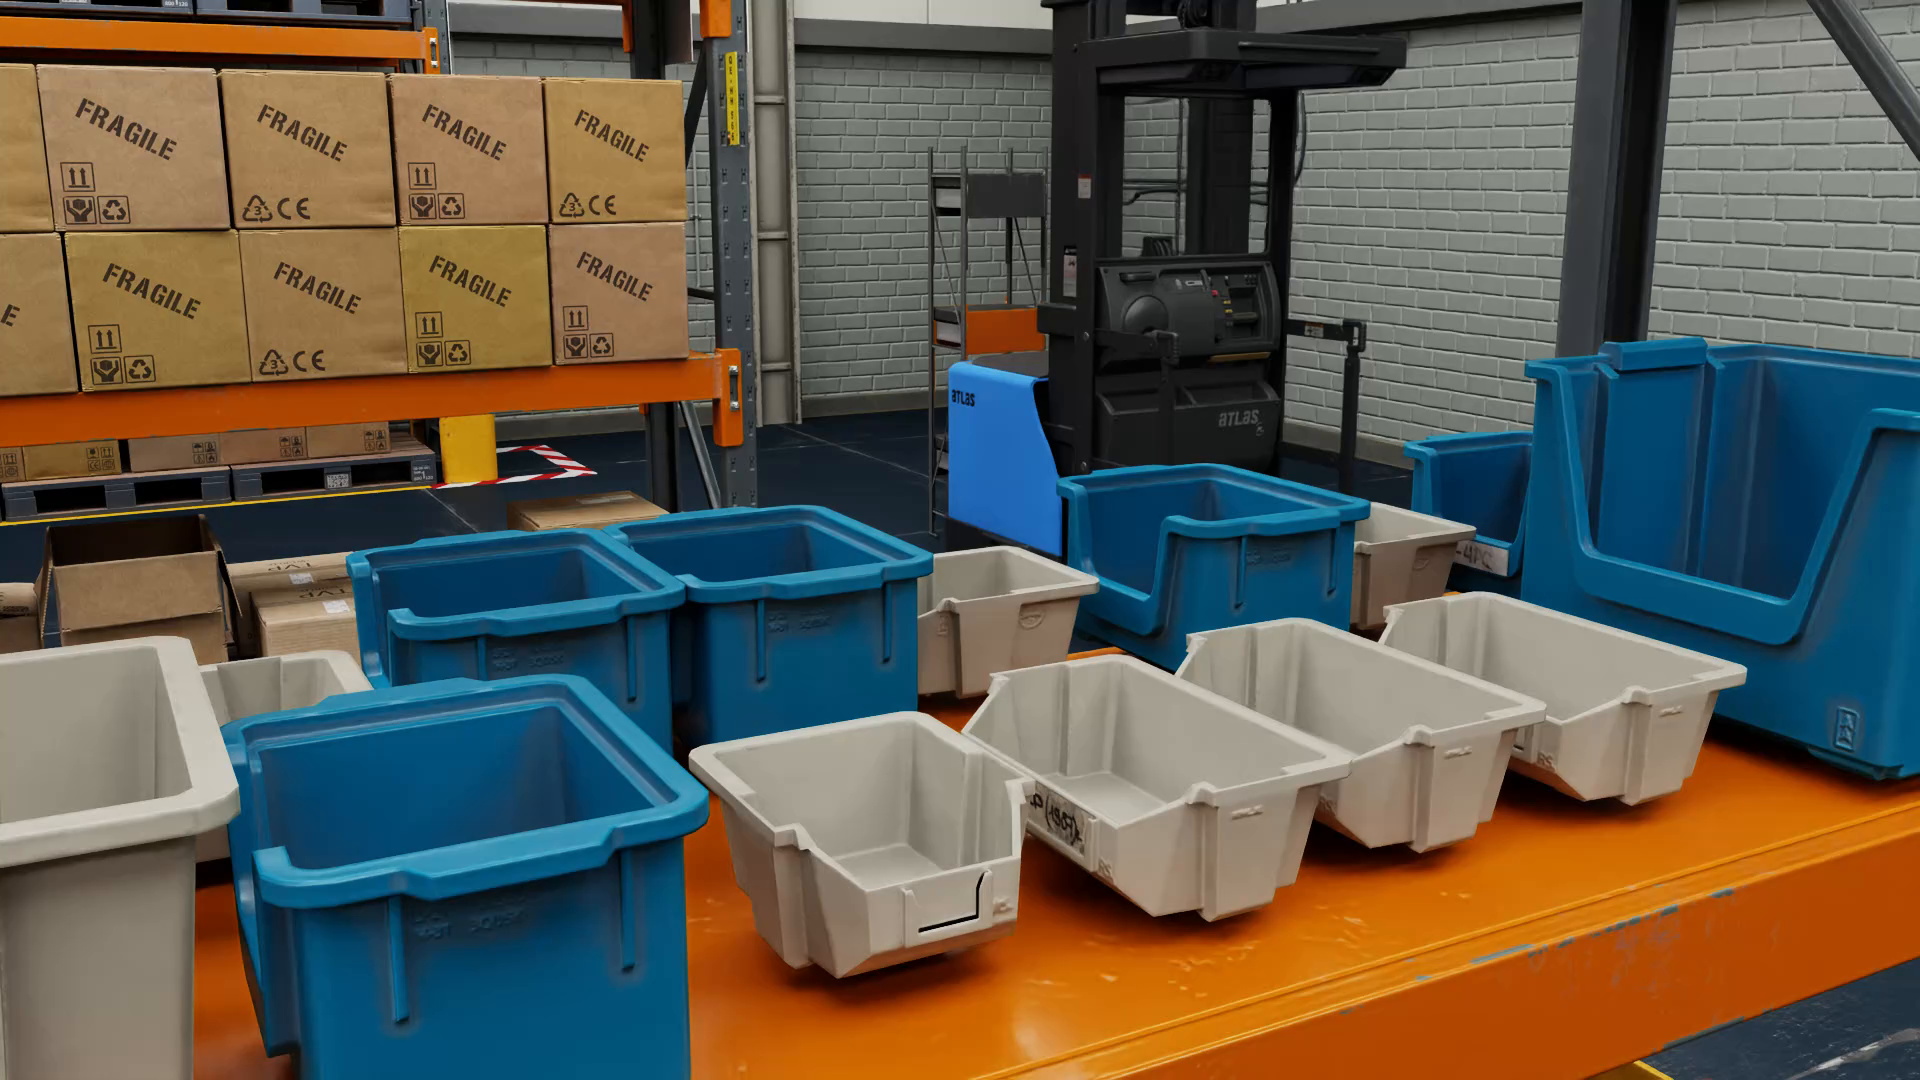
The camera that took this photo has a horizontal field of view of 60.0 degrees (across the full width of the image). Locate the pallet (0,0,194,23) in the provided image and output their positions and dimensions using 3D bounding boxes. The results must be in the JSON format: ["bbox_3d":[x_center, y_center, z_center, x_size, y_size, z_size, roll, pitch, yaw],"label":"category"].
[{"bbox_3d":[-5.171,-3.158,9.682,1.213,0.211,1.003,-7,14,-28],"label":"pallet"}]

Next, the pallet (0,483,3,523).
[{"bbox_3d":[-6.259,-0.231,9.656,1.213,0.211,1.003,-7,14,-28],"label":"pallet"}]

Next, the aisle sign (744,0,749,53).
[{"bbox_3d":[-0.869,-2.210,6.175,0.004,0.787,0.394,-7,14,-28],"label":"aisle sign"}]

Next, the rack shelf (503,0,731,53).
[{"bbox_3d":[-2.832,-1.895,5.506,4.000,0.370,1.077,-7,14,-28],"label":"rack shelf"}]

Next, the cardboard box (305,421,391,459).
[{"bbox_3d":[-4.019,-0.840,10.747,0.500,0.500,0.700,-7,14,-28],"label":"cardboard box"}]

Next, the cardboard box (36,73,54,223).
[{"bbox_3d":[-3.376,-1.320,5.636,0.500,0.500,0.500,-7,14,-27],"label":"cardboard box"}]

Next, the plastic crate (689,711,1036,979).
[{"bbox_3d":[-0.080,0.278,1.505,0.250,0.136,0.298,-7,14,-28],"label":"plastic crate"}]

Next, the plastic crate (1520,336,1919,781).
[{"bbox_3d":[1.090,-0.014,2.121,0.499,0.435,0.616,-7,14,-28],"label":"plastic crate"}]

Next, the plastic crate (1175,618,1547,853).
[{"bbox_3d":[0.404,0.209,1.811,0.243,0.136,0.396,-7,14,-28],"label":"plastic crate"}]

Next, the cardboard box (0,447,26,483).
[{"bbox_3d":[-5.816,-0.623,9.783,0.500,0.500,0.700,-7,14,-28],"label":"cardboard box"}]

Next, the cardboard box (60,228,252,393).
[{"bbox_3d":[-2.675,-0.783,5.528,0.500,0.500,0.500,-7,14,-29],"label":"cardboard box"}]

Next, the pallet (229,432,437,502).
[{"bbox_3d":[-4.117,-0.488,10.797,1.213,0.211,1.003,-7,14,-28],"label":"pallet"}]

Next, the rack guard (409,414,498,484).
[{"bbox_3d":[-3.432,-0.731,11.217,0.348,0.500,1.175,-7,14,-28],"label":"rack guard"}]

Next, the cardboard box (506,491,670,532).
[{"bbox_3d":[-1.435,0.116,6.452,0.500,0.500,0.500,-7,14,-28],"label":"cardboard box"}]

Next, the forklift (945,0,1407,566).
[{"bbox_3d":[1.110,-1.026,6.994,1.130,2.935,3.031,-7,15,-30],"label":"forklift"}]

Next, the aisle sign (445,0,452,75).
[{"bbox_3d":[-3.246,-3.166,10.423,0.004,0.787,0.394,-7,14,-28],"label":"aisle sign"}]

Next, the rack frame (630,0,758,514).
[{"bbox_3d":[-1.076,-0.993,6.691,0.127,3.000,1.000,-7,14,-28],"label":"rack frame"}]

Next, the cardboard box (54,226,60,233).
[{"bbox_3d":[-3.370,-0.832,5.748,0.500,0.500,0.500,-6,14,-27],"label":"cardboard box"}]

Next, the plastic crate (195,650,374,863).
[{"bbox_3d":[-0.832,0.241,1.672,0.466,0.136,0.293,-7,14,-28],"label":"plastic crate"}]

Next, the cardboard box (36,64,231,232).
[{"bbox_3d":[-2.682,-1.267,5.403,0.500,0.500,0.500,-6,14,-26],"label":"cardboard box"}]

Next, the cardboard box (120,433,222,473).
[{"bbox_3d":[-4.900,-0.734,10.277,0.500,0.500,0.700,-7,15,-30],"label":"cardboard box"}]

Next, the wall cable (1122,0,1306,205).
[{"bbox_3d":[1.683,-3.886,12.951,0.112,2.526,3.097,-7,14,-28],"label":"wall cable"}]

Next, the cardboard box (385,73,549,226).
[{"bbox_3d":[-1.778,-1.377,5.890,0.500,0.500,0.500,-6,14,-26],"label":"cardboard box"}]

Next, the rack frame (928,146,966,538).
[{"bbox_3d":[-0.069,-1.016,8.842,0.015,2.100,0.400,-7,14,-28],"label":"rack frame"}]

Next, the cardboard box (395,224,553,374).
[{"bbox_3d":[-1.792,-0.887,5.992,0.500,0.500,0.500,-7,14,-27],"label":"cardboard box"}]

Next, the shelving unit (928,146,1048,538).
[{"bbox_3d":[0.145,-1.042,8.956,0.503,2.100,0.431,-7,14,-28],"label":"shelving unit"}]

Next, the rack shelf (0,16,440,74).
[{"bbox_3d":[-5.208,-2.850,9.746,4.000,0.370,1.077,-7,14,-28],"label":"rack shelf"}]

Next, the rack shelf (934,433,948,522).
[{"bbox_3d":[0.145,-0.346,9.113,0.480,0.518,0.431,-7,14,-28],"label":"rack shelf"}]

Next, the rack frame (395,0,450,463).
[{"bbox_3d":[-3.453,-1.948,10.931,0.127,3.000,1.000,-7,14,-28],"label":"rack frame"}]

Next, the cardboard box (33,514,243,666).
[{"bbox_3d":[-2.940,0.232,5.930,0.637,0.503,0.797,-7,14,-28],"label":"cardboard box"}]

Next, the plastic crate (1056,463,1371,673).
[{"bbox_3d":[0.342,0.046,2.318,0.300,0.233,0.416,-7,14,-28],"label":"plastic crate"}]

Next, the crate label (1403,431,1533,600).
[{"bbox_3d":[0.920,-0.023,2.626,0.303,0.233,0.416,-7,14,-28],"label":"crate label"}]

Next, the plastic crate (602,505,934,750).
[{"bbox_3d":[-0.236,0.115,2.010,0.300,0.233,0.416,-7,14,-28],"label":"plastic crate"}]
